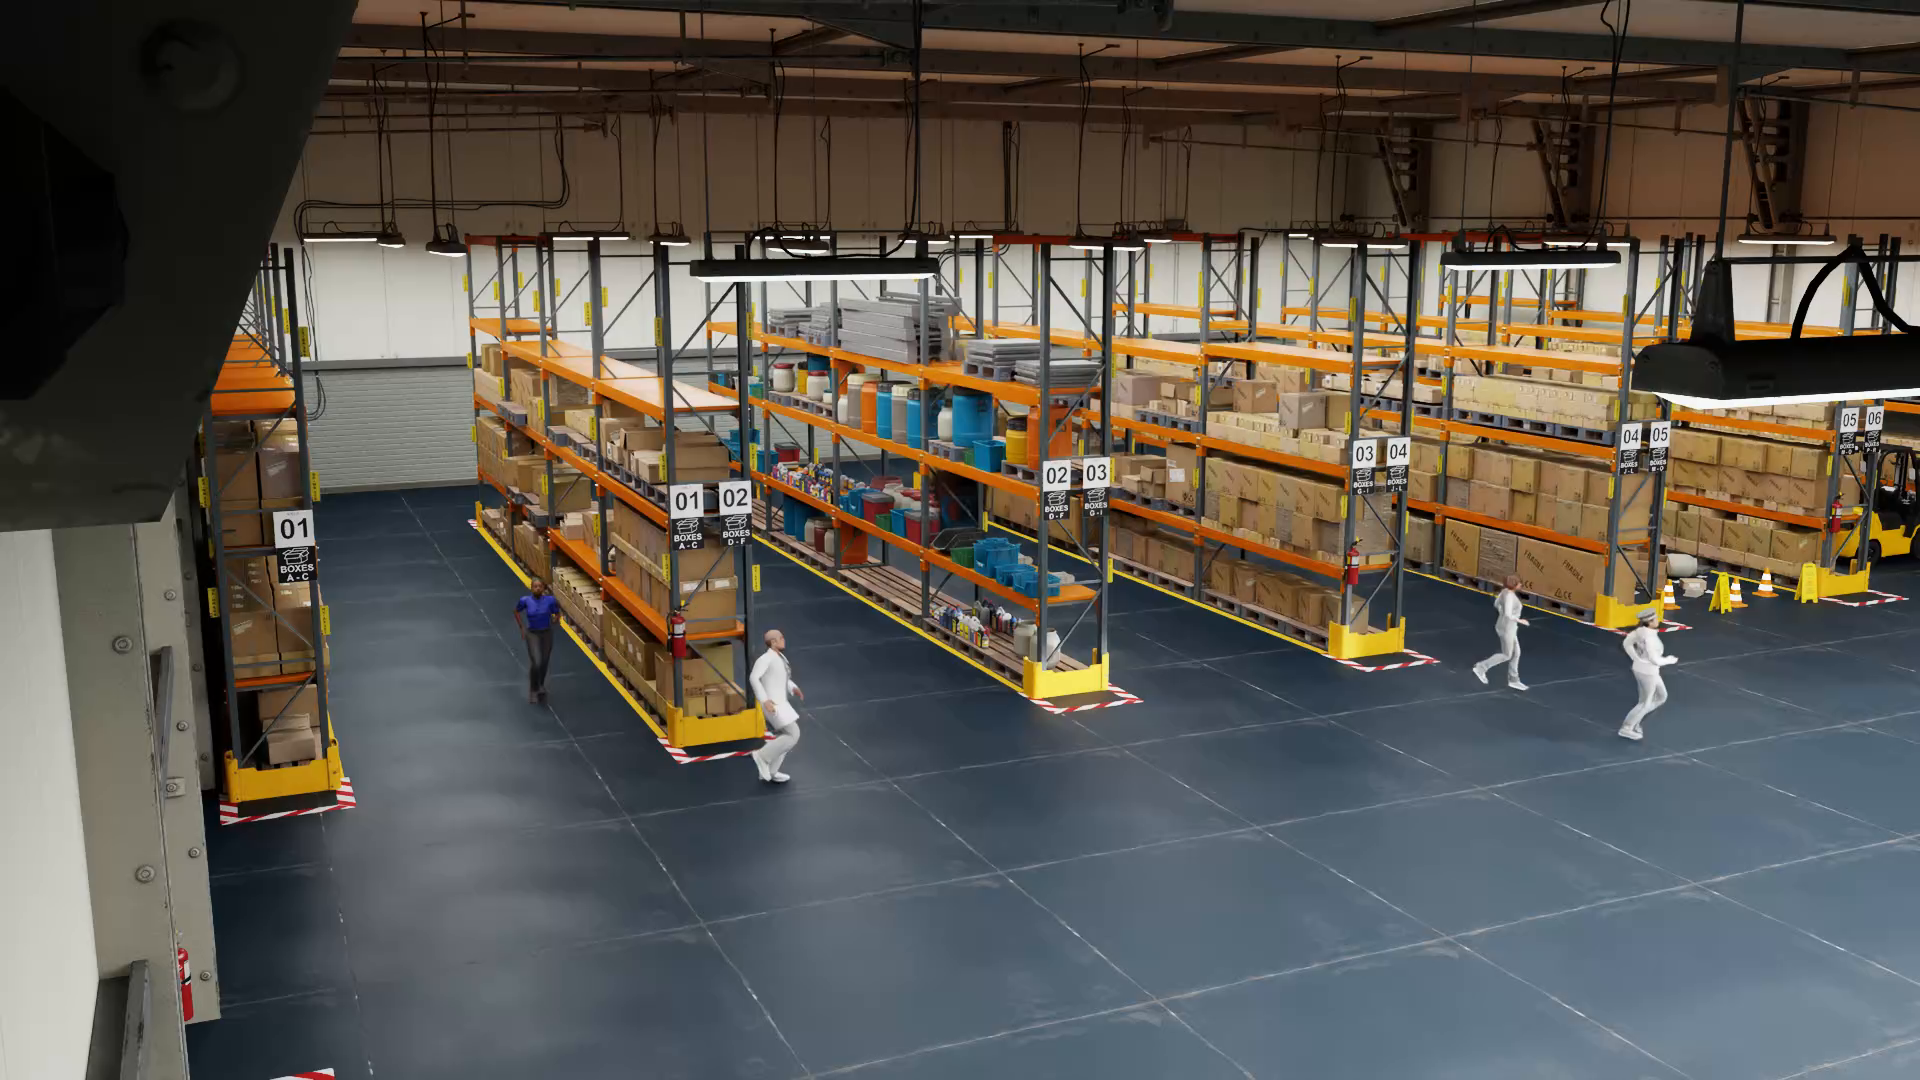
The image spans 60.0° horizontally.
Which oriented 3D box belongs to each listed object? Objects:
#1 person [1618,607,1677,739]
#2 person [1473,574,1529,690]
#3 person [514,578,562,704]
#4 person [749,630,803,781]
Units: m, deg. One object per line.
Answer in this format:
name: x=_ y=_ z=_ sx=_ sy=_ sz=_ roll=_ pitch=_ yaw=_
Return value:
person: x=8.426 y=1.621 z=20.330 sx=0.619 sy=1.660 sz=0.590 roll=2 pitch=11 yaw=10
person: x=7.382 y=1.242 z=22.579 sx=0.745 sy=1.606 sz=0.566 roll=2 pitch=11 yaw=13
person: x=-5.559 y=1.321 z=22.038 sx=0.571 sy=1.693 sz=0.730 roll=-6 pitch=12 yaw=-27
person: x=-2.068 y=1.875 z=18.950 sx=0.563 sy=1.716 sz=0.747 roll=0 pitch=11 yaw=2
